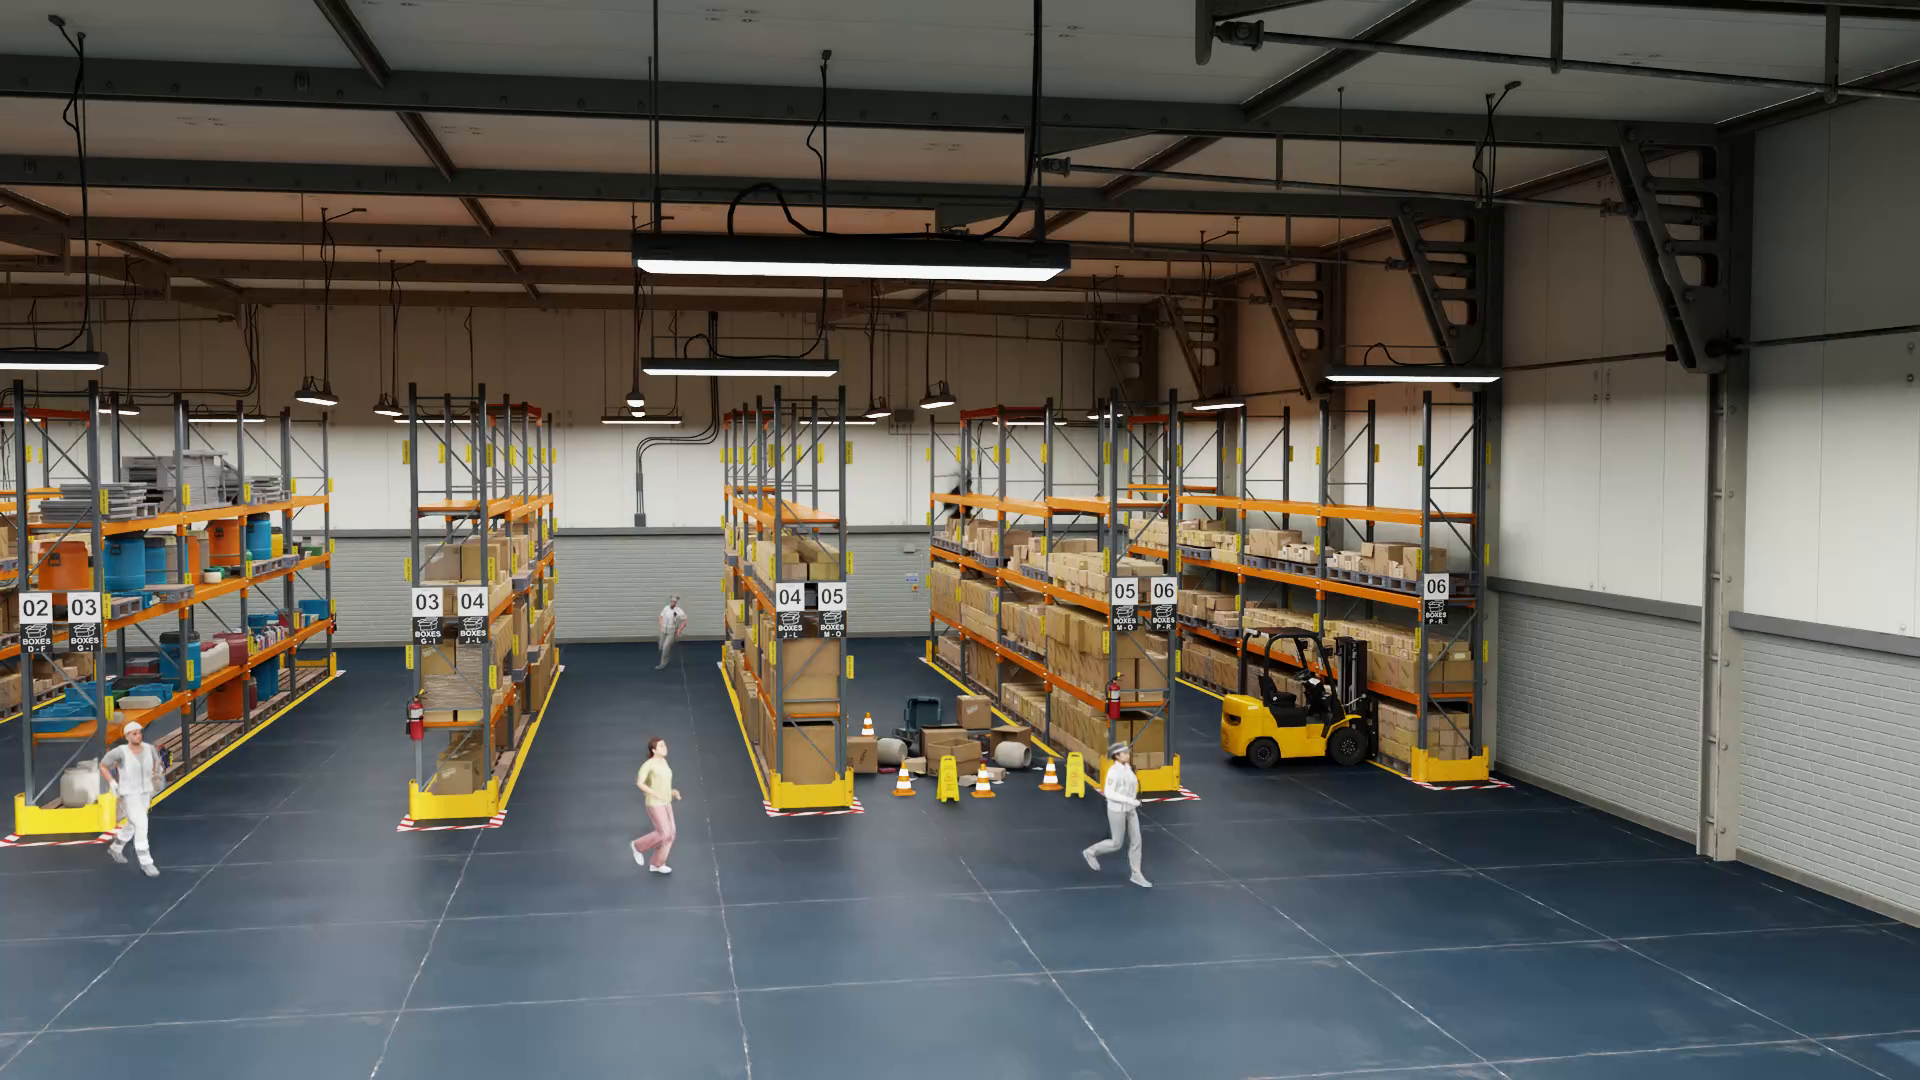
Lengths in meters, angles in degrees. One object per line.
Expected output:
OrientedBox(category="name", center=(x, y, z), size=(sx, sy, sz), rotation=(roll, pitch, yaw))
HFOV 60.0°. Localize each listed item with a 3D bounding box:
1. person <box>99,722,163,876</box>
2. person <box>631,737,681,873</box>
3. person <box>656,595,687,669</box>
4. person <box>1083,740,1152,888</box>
OrientedBox(category="person", center=(-9.933, 3.085, 20.042), size=(0.908, 1.818, 0.628), rotation=(1, 3, 26))
OrientedBox(category="person", center=(-3.670, 3.172, 19.996), size=(0.546, 1.624, 0.566), rotation=(1, 3, 22))
OrientedBox(category="person", center=(-6.789, 2.156, 39.176), size=(0.752, 1.726, 0.749), rotation=(1, 3, 16))
OrientedBox(category="person", center=(1.861, 3.179, 19.461), size=(0.882, 1.700, 0.617), rotation=(2, 4, 35))
